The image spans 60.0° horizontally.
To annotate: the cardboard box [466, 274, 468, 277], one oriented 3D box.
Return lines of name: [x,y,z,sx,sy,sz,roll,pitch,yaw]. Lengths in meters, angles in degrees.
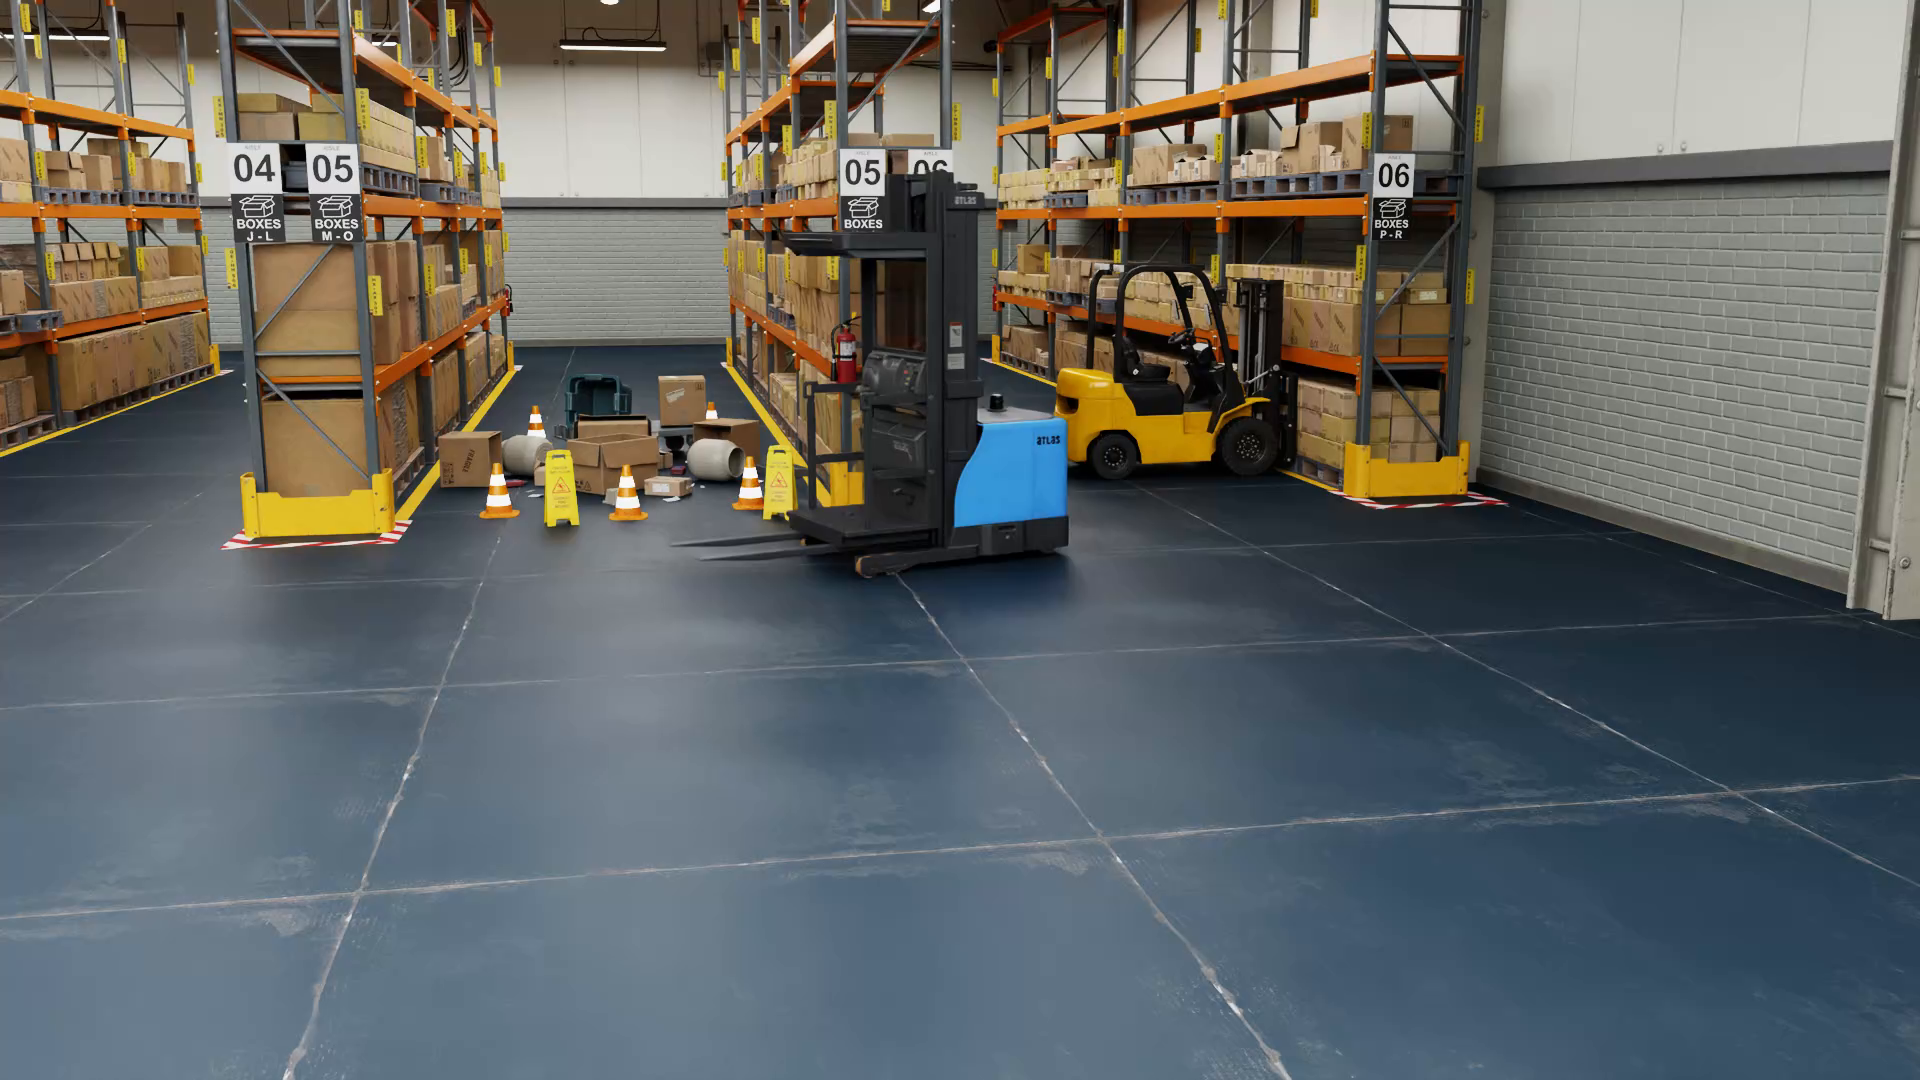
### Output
cardboard box: [-7.219,-3.820,23.700,0.380,0.149,0.250,-3,11,-14]

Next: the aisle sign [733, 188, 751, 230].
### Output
aisle sign: [-3.982,-5.962,30.045,0.394,0.787,0.004,-2,11,-11]

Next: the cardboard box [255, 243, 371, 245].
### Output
cardboard box: [-5.639,-2.320,14.576,0.875,0.550,0.550,-2,11,-11]

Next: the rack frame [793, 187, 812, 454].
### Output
rack frame: [-1.350,-2.481,18.711,1.000,3.000,0.127,-2,11,-11]

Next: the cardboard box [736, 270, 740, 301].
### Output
cardboard box: [-3.464,-4.259,27.785,0.500,0.500,0.500,-2,11,-12]

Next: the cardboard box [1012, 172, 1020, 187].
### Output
cardboard box: [1.216,-6.379,29.435,0.500,0.250,0.500,-2,11,-12]

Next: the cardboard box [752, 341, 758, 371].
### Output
cardboard box: [-2.923,-3.015,27.246,0.875,0.438,0.875,-2,11,-12]

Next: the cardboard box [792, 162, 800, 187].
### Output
cardboard box: [-1.533,-3.937,17.940,0.500,0.250,0.500,-2,11,-12]

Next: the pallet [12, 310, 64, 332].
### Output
pallet: [-11.606,-2.634,20.024,1.213,0.211,1.003,-2,11,-11]

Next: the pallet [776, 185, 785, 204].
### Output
pallet: [-1.570,-4.170,20.062,1.213,0.211,1.003,-2,11,-11]

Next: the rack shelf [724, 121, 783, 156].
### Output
rack shelf: [-3.295,-6.713,27.891,1.077,0.370,4.000,-2,11,-11]

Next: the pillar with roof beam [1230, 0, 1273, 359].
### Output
pillar with roof beam: [-0.345,-5.980,21.050,9.100,9.000,0.400,-2,11,-11]

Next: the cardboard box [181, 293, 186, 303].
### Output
cardboard box: [-12.761,-3.910,26.890,0.380,0.149,0.250,-2,11,-11]

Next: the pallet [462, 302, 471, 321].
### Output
pallet: [-7.207,-3.049,22.207,1.213,0.211,1.003,-2,11,-11]

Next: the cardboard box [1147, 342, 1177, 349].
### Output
cardboard box: [2.944,-2.800,24.213,0.380,0.149,0.250,-2,11,-8]

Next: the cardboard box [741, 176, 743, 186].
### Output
cardboard box: [-3.152,-5.458,25.564,0.396,0.266,0.258,-2,11,-12]

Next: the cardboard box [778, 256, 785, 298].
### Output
cardboard box: [-1.960,-3.241,20.517,0.500,0.500,0.500,-3,11,-13]

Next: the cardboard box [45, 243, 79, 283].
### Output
cardboard box: [-12.099,-3.651,21.905,0.797,0.503,0.637,-2,11,-10]

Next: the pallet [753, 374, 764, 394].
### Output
pallet: [-2.682,-2.440,25.951,1.003,0.211,1.213,-2,11,-11]

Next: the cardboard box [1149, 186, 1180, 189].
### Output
cardboard box: [2.903,-5.068,23.611,0.380,0.149,0.250,-2,11,-10]

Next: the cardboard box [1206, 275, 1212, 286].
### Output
cardboard box: [3.166,-3.132,20.125,0.380,0.149,0.250,-2,11,-12]

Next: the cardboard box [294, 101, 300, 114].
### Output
cardboard box: [-5.955,-3.736,14.430,0.380,0.149,0.250,-2,11,-10]

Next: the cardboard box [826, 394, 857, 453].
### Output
cardboard box: [-0.984,-1.109,15.726,0.500,0.500,0.500,-2,11,-11]

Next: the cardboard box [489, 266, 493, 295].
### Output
cardboard box: [-7.694,-4.136,26.340,0.500,0.500,0.500,-2,11,-11]

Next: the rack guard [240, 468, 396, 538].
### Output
rack guard: [-5.403,-0.317,14.024,1.175,0.500,0.348,-2,11,-11]

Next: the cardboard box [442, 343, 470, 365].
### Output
cardboard box: [-6.860,-2.498,22.357,0.500,0.250,0.500,-3,11,-14]

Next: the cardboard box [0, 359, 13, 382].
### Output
cardboard box: [-11.576,-1.992,19.645,0.500,0.250,0.500,-1,11,-5]

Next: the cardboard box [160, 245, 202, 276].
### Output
cardboard box: [-13.052,-4.683,27.878,0.500,0.500,0.500,-2,11,-10]

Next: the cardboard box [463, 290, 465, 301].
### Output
cardboard box: [-7.066,-3.386,23.011,0.380,0.149,0.250,-2,11,-9]

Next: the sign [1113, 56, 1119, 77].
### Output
sign: [2.506,-7.635,26.820,0.100,0.325,0.005,-2,11,-11]

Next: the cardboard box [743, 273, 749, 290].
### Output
cardboard box: [-3.097,-4.030,25.909,0.500,0.250,0.500,-2,11,-13]

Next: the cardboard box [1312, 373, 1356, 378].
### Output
cardboard box: [4.108,-1.649,17.892,0.500,0.250,0.500,-2,11,-12]

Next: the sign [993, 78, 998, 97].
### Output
sign: [0.652,-8.289,30.467,0.100,0.325,0.005,-2,11,-11]

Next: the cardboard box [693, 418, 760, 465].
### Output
cardboard box: [-2.476,-1.009,17.652,0.500,0.500,0.500,6,12,28]

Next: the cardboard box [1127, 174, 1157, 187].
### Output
cardboard box: [2.510,-4.935,22.816,0.380,0.166,0.250,-2,11,-11]

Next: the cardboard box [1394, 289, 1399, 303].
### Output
cardboard box: [4.374,-2.411,16.341,0.380,0.149,0.250,-2,11,-11]

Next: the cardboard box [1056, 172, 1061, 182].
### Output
cardboard box: [1.720,-5.716,26.171,0.380,0.149,0.250,-2,11,-12]

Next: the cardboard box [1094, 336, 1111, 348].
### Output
cardboard box: [2.165,-3.019,25.362,0.380,0.149,0.250,-3,11,-14]

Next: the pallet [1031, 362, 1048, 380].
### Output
pallet: [1.830,-2.886,28.295,1.003,0.211,1.213,-2,11,-11]

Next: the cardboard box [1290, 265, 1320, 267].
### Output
cardboard box: [3.949,-3.033,18.813,0.380,0.149,0.250,-2,11,-12]

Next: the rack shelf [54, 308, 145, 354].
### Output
rack shelf: [-12.238,-2.868,22.666,1.077,0.370,4.000,-2,11,-11]

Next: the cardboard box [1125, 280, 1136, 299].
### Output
cardboard box: [2.562,-3.477,23.006,0.500,0.250,0.500,-2,11,-11]

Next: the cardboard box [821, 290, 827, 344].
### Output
cardboard box: [-1.041,-2.125,15.773,0.500,0.500,0.500,-2,11,-11]

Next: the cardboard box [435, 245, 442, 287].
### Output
cardboard box: [-6.787,-3.381,20.498,0.700,0.500,0.500,-2,11,-12]

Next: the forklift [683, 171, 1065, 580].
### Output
forklift: [-0.620,-1.255,12.453,3.031,2.935,1.130,-9,14,-39]

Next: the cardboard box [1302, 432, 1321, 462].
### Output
cardboard box: [3.807,-0.951,16.900,0.500,0.250,0.500,-2,11,-11]

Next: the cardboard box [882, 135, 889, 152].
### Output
cardboard box: [-0.506,-3.608,15.146,0.380,0.149,0.250,-2,11,-11]

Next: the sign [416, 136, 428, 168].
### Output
sign: [-5.642,-4.070,17.439,0.100,0.325,0.005,-2,11,-11]

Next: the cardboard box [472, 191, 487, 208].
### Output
cardboard box: [-7.573,-5.244,25.607,0.500,0.250,0.500,-2,11,-8]

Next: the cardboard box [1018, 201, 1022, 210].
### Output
cardboard box: [1.221,-5.862,29.122,0.380,0.149,0.250,-2,11,-11]

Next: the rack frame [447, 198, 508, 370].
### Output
rack frame: [-8.520,-4.484,29.231,1.000,3.000,0.127,-2,11,-11]

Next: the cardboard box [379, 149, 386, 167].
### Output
cardboard box: [-5.357,-3.414,14.872,0.380,0.149,0.250,-2,11,-11]

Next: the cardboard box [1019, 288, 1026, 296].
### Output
cardboard box: [1.252,-4.384,29.380,0.380,0.149,0.250,-2,11,-10]
